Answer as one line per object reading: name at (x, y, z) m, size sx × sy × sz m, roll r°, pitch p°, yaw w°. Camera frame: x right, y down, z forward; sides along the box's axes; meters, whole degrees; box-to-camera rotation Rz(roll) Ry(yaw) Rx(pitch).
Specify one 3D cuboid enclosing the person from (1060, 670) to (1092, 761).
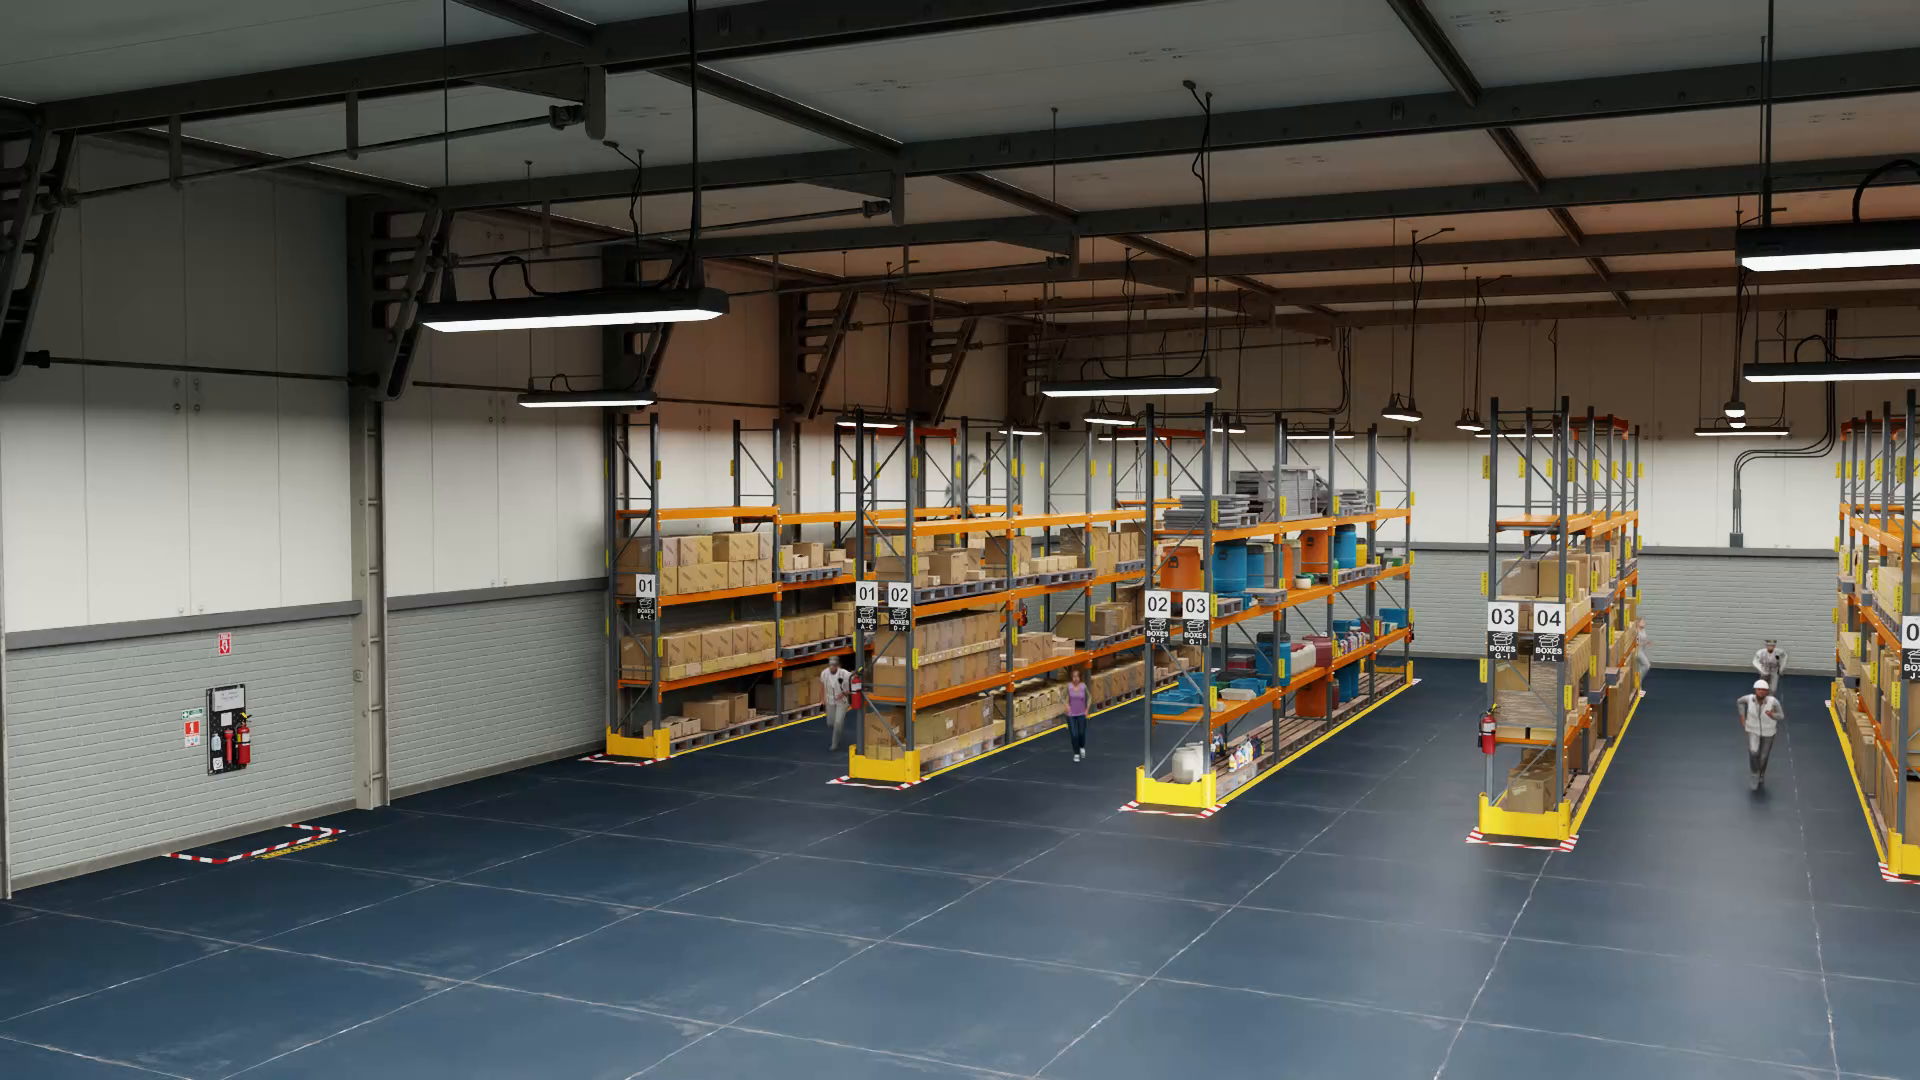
person at (1.987, 3.018, 28.505) m, size 0.541 × 1.565 × 0.522 m, roll 0°, pitch 2°, yaw 5°

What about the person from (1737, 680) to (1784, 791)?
person at (12.537, 3.035, 26.053) m, size 0.646 × 1.747 × 0.926 m, roll 1°, pitch 3°, yaw 21°

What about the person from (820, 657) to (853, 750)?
person at (-2.207, 2.923, 29.947) m, size 0.658 × 1.697 × 0.778 m, roll 0°, pitch 2°, yaw 8°

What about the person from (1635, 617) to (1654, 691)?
person at (15.454, 2.607, 37.902) m, size 0.567 × 1.622 × 0.692 m, roll -2°, pitch 3°, yaw -42°

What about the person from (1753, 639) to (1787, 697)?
person at (16.519, 2.802, 34.012) m, size 0.612 × 1.615 × 0.979 m, roll 1°, pitch 2°, yaw 16°
